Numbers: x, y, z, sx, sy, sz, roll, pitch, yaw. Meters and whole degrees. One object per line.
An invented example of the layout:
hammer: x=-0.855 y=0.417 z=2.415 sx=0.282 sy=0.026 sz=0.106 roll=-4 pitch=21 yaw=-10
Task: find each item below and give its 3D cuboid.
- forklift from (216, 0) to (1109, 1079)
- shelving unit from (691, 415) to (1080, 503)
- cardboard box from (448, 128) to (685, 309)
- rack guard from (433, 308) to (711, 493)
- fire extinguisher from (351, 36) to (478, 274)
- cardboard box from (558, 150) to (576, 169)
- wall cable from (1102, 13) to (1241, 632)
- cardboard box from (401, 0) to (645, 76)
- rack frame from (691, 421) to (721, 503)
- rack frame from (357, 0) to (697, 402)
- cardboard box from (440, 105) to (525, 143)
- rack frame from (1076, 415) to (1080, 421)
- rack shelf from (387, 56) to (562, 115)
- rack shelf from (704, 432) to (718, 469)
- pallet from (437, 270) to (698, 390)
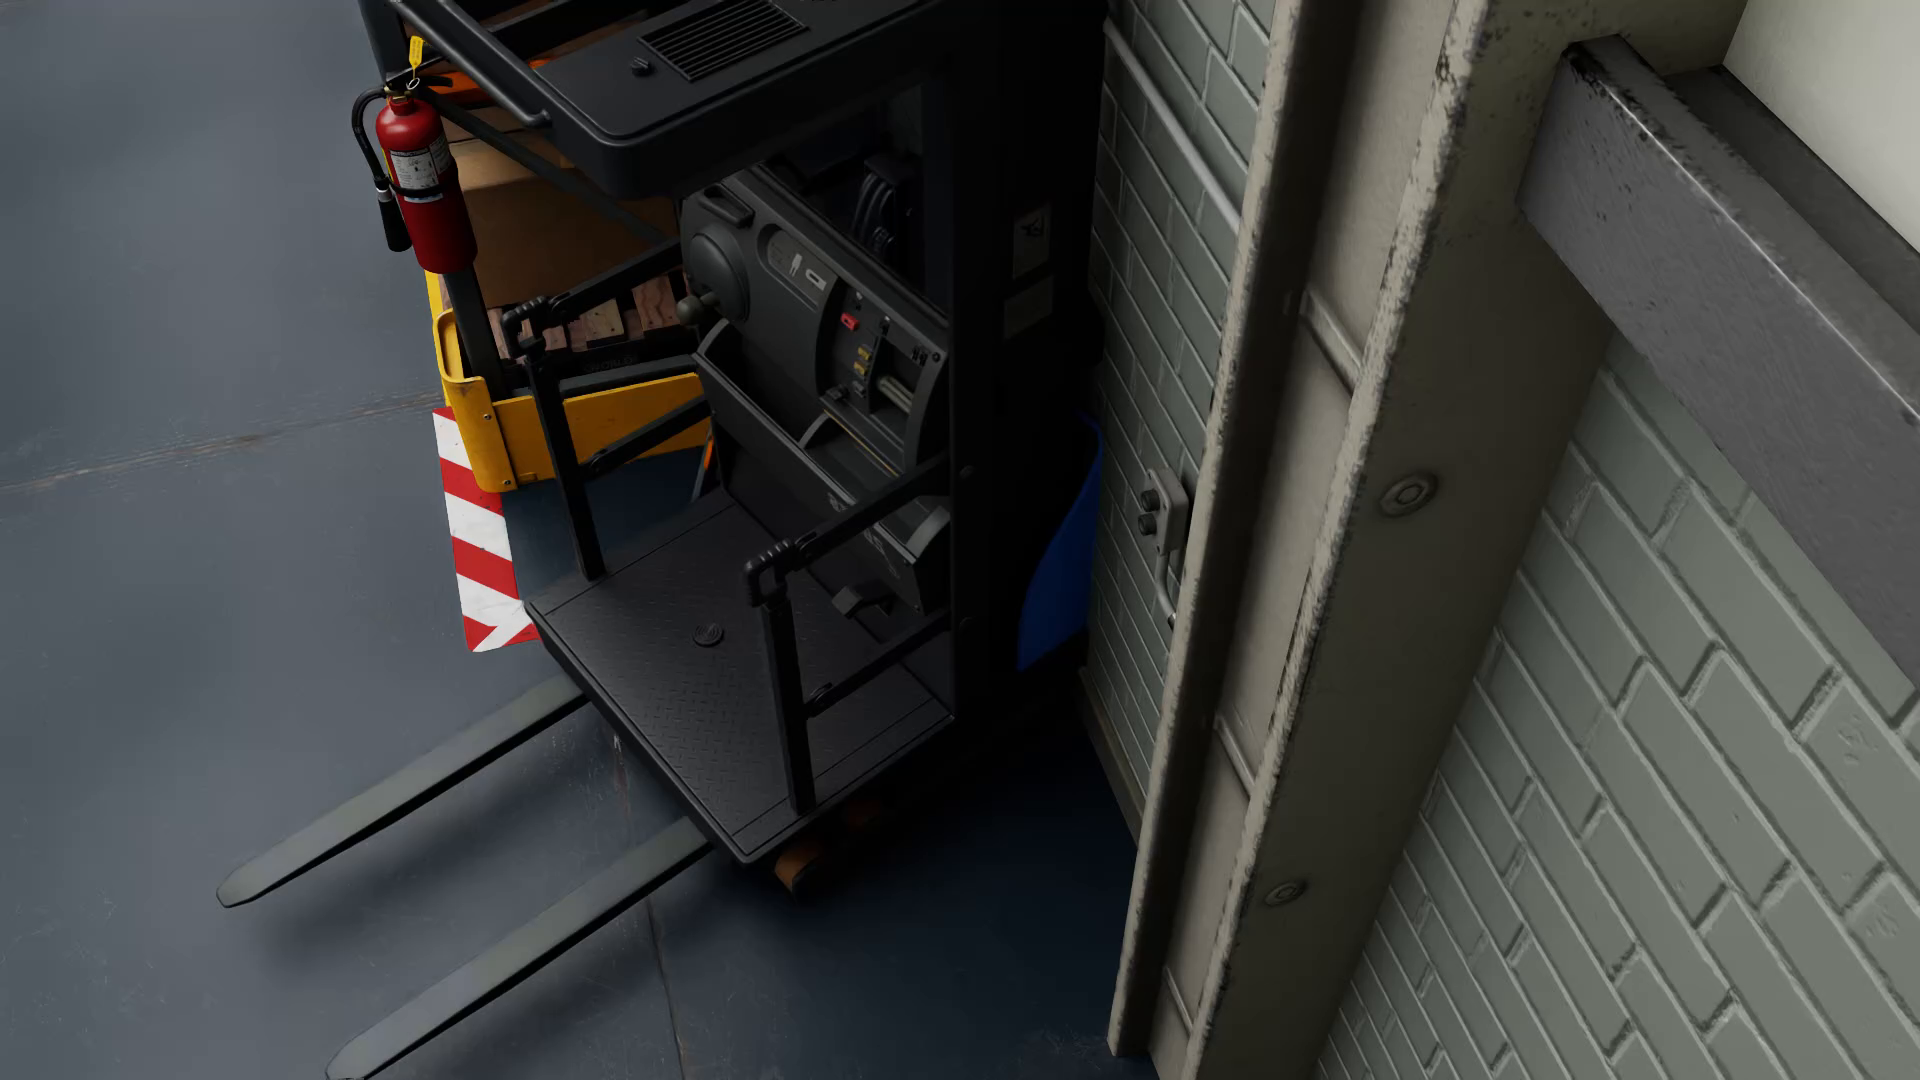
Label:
forklift: x=-0.513 y=-0.460 z=3.720 sx=3.031 sy=2.935 sz=1.130 roll=-33 pitch=57 yaw=-25
shelving unit: x=-0.168 y=-0.261 z=4.719 sx=0.538 sy=1.125 sz=1.048 roll=-18 pitch=52 yaw=-40
cardboard box: x=-1.353 y=-1.199 z=5.659 sx=0.700 sy=0.500 sz=0.500 roll=-13 pitch=51 yaw=-11
rack guard: x=-1.044 y=-0.557 z=5.393 sx=1.175 sy=0.500 sz=0.348 roll=-13 pitch=51 yaw=-11
fire extinguisher: x=-1.447 y=-1.021 z=4.443 sx=0.296 sy=0.674 sz=0.183 roll=-13 pitch=51 yaw=-11
cardboard box: x=-1.125 y=-1.362 z=5.372 sx=0.380 sy=0.149 sz=0.250 roll=-13 pitch=51 yaw=-11
wall cable: x=0.231 y=-0.986 z=3.455 sx=0.084 sy=1.984 sz=1.851 roll=-13 pitch=51 yaw=-11
cardboard box: x=-1.211 y=-1.847 z=4.649 sx=0.980 sy=0.700 sz=0.700 roll=-11 pitch=51 yaw=-9
rack frame: x=-0.485 y=-0.577 z=4.959 sx=0.500 sy=1.125 sz=0.032 roll=-18 pitch=52 yaw=-40
rack frame: x=-1.051 y=-1.380 z=4.452 sx=1.000 sy=3.000 sz=0.127 roll=-13 pitch=51 yaw=-11
cardboard box: x=-1.565 y=-1.460 z=5.455 sx=0.380 sy=0.149 sz=0.250 roll=-14 pitch=51 yaw=-11
rack frame: x=0.149 y=0.055 z=4.478 sx=0.500 sy=1.125 sz=0.032 roll=-18 pitch=52 yaw=-40
rack shelf: x=-1.642 y=-2.609 z=5.958 sx=1.077 sy=0.370 sz=4.000 roll=-13 pitch=51 yaw=-11
rack shelf: x=-0.238 y=-0.079 z=4.867 sx=0.538 sy=0.278 sz=1.000 roll=-18 pitch=52 yaw=-40
pallet: x=-1.362 y=-1.048 z=5.995 sx=1.003 sy=0.211 sz=1.213 roll=-13 pitch=51 yaw=-11
